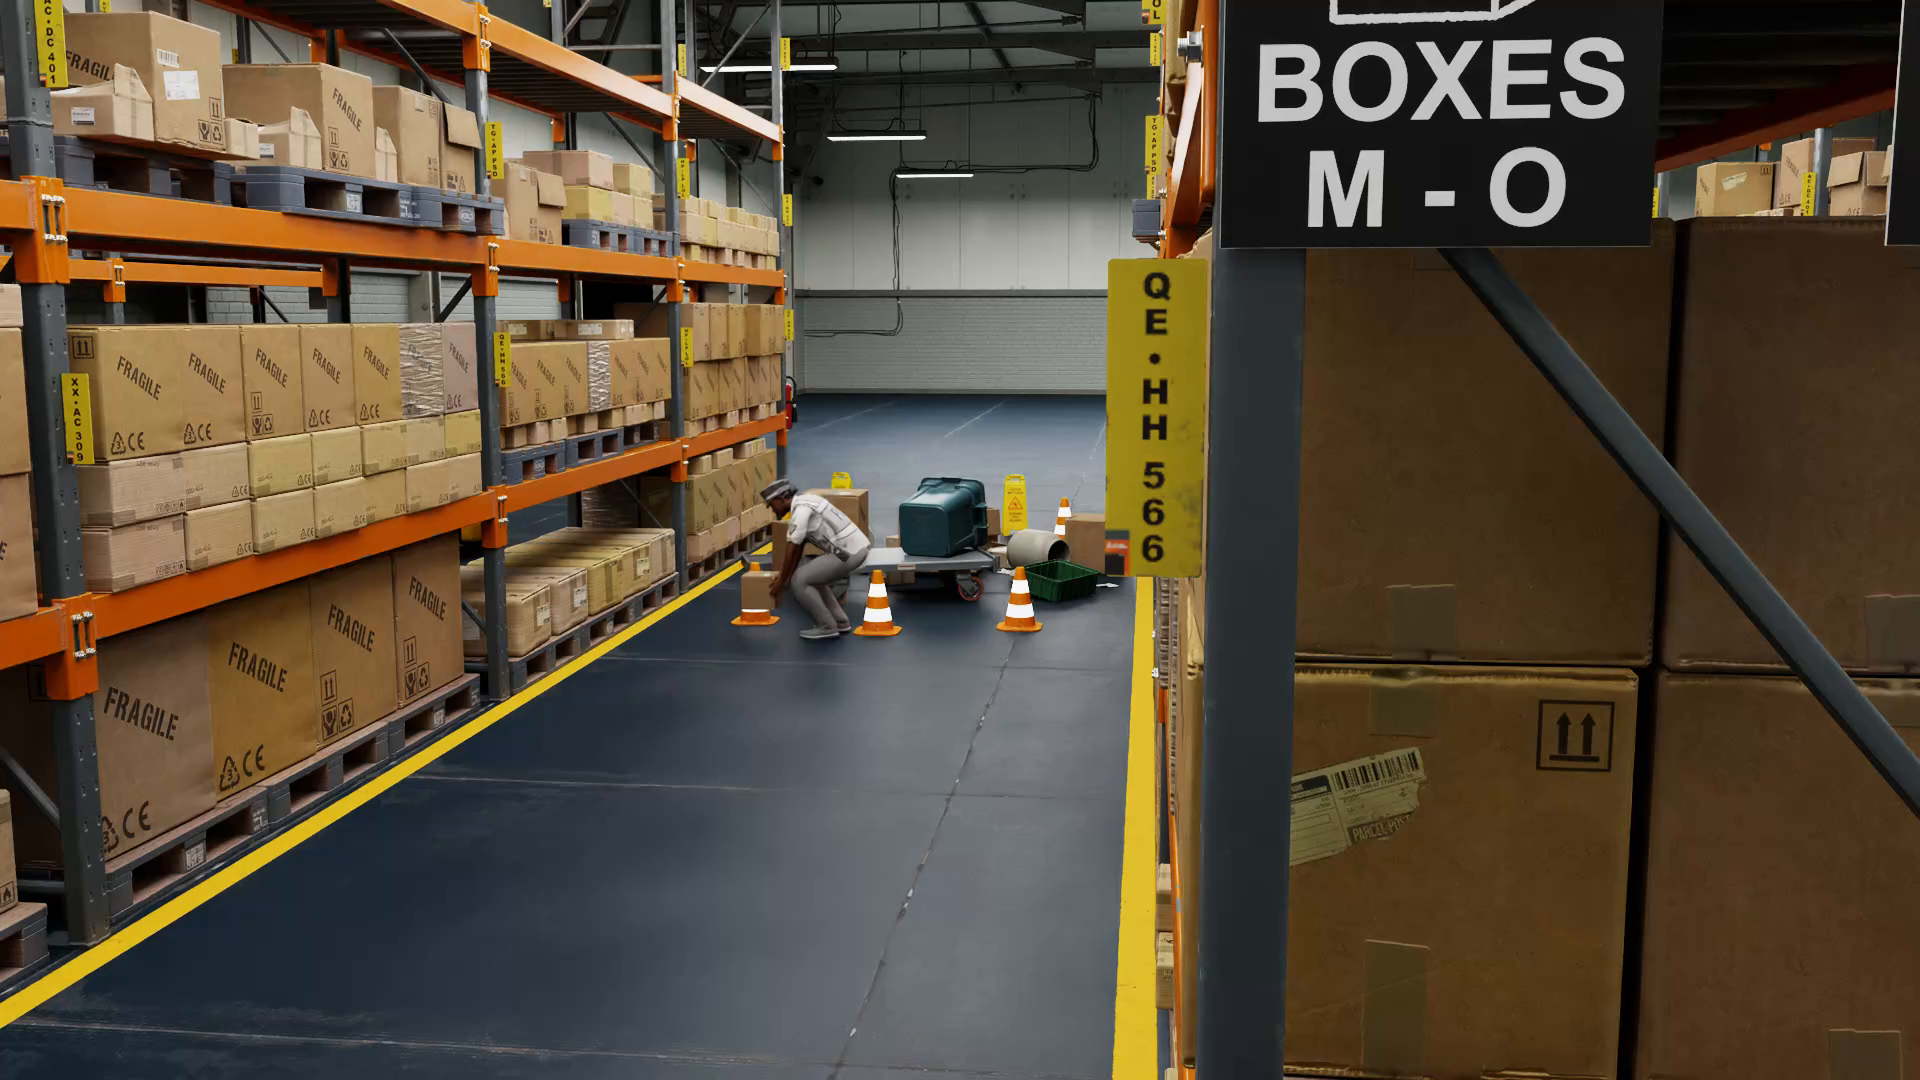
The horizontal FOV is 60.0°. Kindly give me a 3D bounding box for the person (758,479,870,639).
[{"bbox_3d":[-1.072,0.131,12.196,0.804,1.170,0.499,1,8,6],"label":"person"}]
